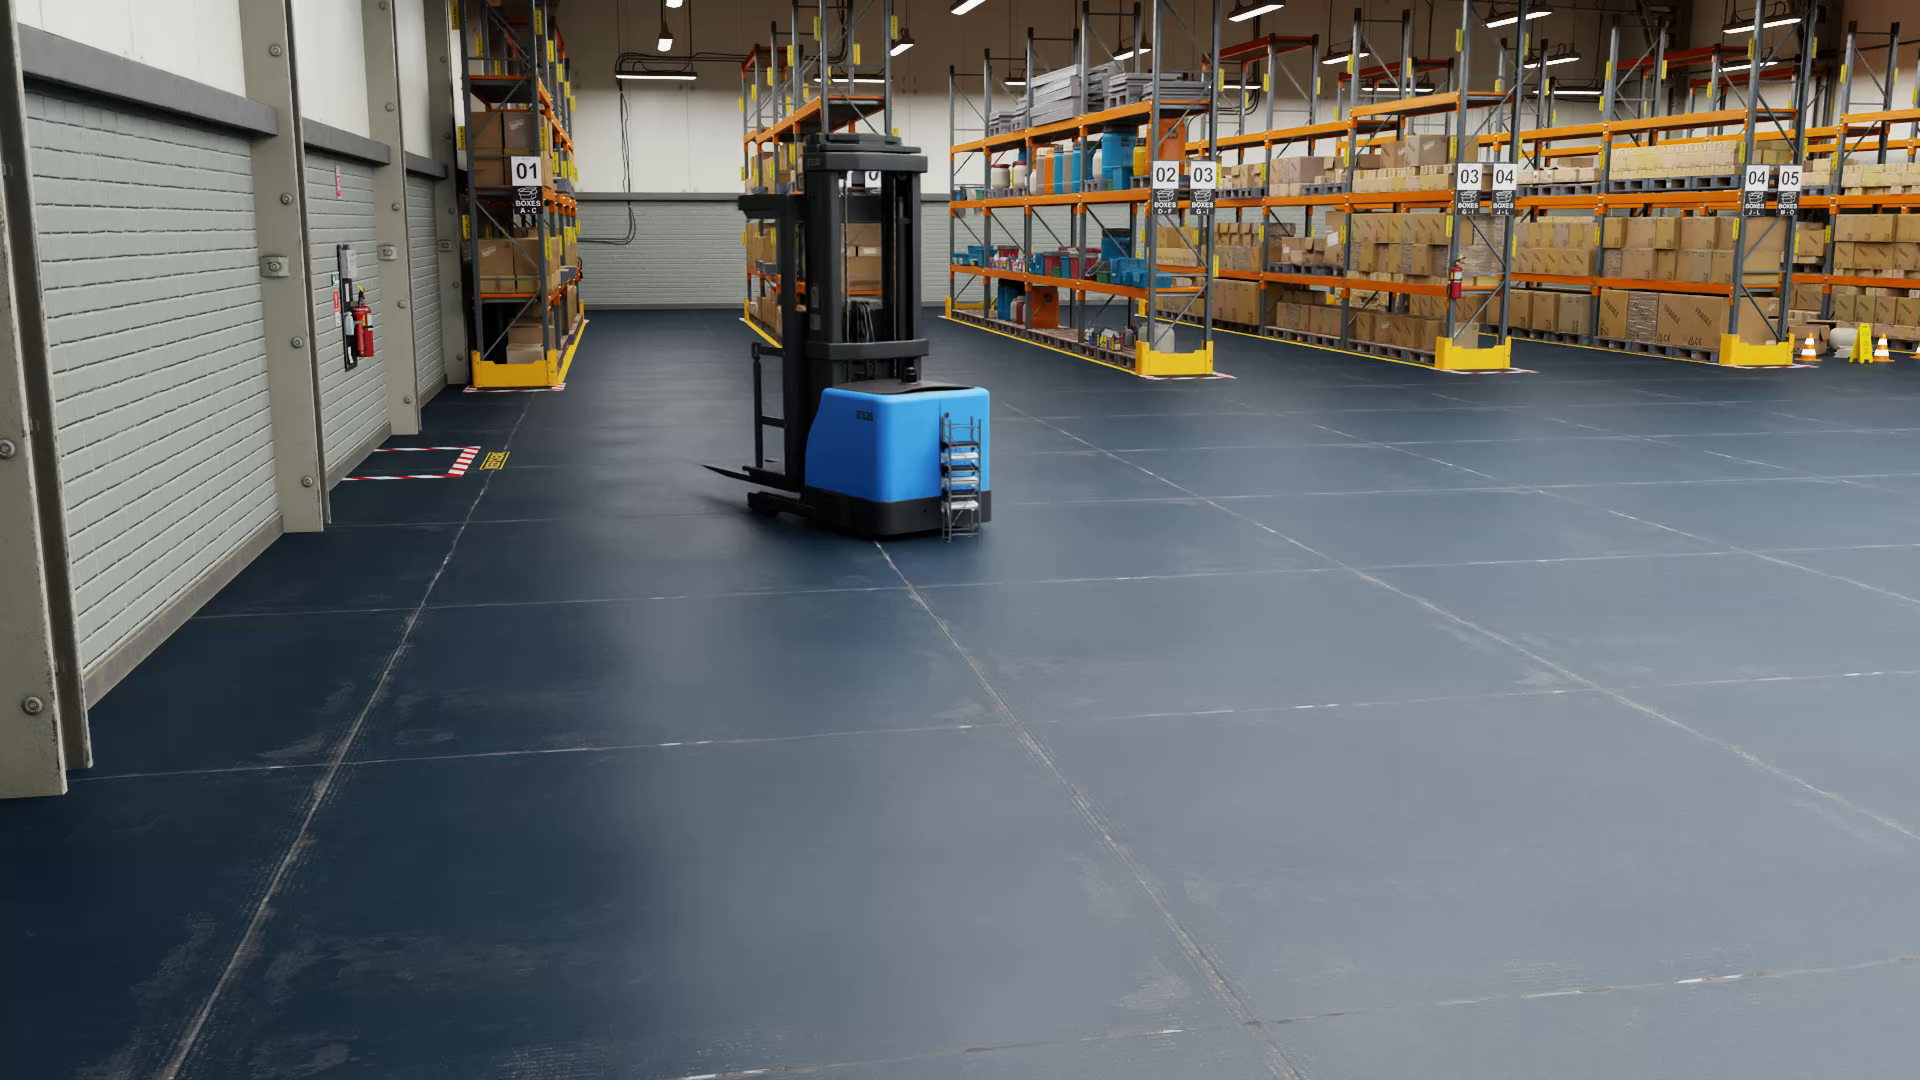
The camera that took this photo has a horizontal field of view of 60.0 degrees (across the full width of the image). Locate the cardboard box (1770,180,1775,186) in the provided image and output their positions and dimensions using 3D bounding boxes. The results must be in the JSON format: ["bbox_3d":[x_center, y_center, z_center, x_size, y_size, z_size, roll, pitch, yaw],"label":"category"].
[{"bbox_3d":[16.715,-7.287,34.162,0.797,0.503,0.637,-2,11,-11],"label":"cardboard box"}]

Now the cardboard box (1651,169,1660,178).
[{"bbox_3d":[12.320,-6.402,29.070,0.380,0.149,0.250,-2,11,-11],"label":"cardboard box"}]

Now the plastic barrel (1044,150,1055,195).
[{"bbox_3d":[1.885,-6.907,31.293,0.600,0.830,0.708,-2,11,-11],"label":"plastic barrel"}]

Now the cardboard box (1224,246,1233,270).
[{"bbox_3d":[6.037,-6.092,35.913,0.500,0.500,0.500,-2,11,-10],"label":"cardboard box"}]

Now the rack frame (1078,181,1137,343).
[{"bbox_3d":[2.589,-4.767,29.222,1.000,3.000,0.127,-2,11,-11],"label":"rack frame"}]

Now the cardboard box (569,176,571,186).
[{"bbox_3d":[-8.560,-7.666,35.439,0.500,0.250,0.500,-2,11,-11],"label":"cardboard box"}]

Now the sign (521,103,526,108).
[{"bbox_3d":[-10.008,-10.073,38.129,0.100,0.325,0.005,-2,11,-11],"label":"sign"}]

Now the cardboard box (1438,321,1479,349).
[{"bbox_3d":[8.121,-3.307,27.113,0.500,0.500,0.500,0,11,0],"label":"cardboard box"}]

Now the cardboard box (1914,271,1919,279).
[{"bbox_3d":[17.346,-4.744,29.769,0.380,0.149,0.250,-2,11,-12],"label":"cardboard box"}]

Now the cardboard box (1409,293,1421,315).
[{"bbox_3d":[10.660,-5.410,38.159,0.500,0.500,0.500,-2,11,-9],"label":"cardboard box"}]

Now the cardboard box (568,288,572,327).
[{"bbox_3d":[-8.085,-4.592,32.924,0.750,0.750,0.750,-2,11,-11],"label":"cardboard box"}]

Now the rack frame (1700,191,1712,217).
[{"bbox_3d":[16.390,-6.042,35.916,1.000,3.000,0.127,-2,11,-11],"label":"rack frame"}]

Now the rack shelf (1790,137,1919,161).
[{"bbox_3d":[20.870,-8.987,38.339,1.077,0.370,4.000,-2,11,-11],"label":"rack shelf"}]

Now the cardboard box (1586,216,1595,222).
[{"bbox_3d":[15.240,-7.679,39.843,0.380,0.149,0.250,-2,11,-12],"label":"cardboard box"}]

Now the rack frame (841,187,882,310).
[{"bbox_3d":[-1.492,-3.854,24.425,1.000,3.000,0.127,-2,11,-11],"label":"rack frame"}]

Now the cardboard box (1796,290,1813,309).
[{"bbox_3d":[20.467,-5.741,39.897,0.500,0.500,0.500,-2,11,-12],"label":"cardboard box"}]

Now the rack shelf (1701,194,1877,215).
[{"bbox_3d":[16.779,-6.795,33.776,1.077,0.370,4.000,-2,11,-11],"label":"rack shelf"}]

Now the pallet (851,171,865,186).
[{"bbox_3d":[-1.604,-5.415,24.839,1.003,0.211,1.213,-2,11,-11],"label":"pallet"}]

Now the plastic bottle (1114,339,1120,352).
[{"bbox_3d":[2.580,-3.196,27.274,0.097,0.201,0.097,0,11,0],"label":"plastic bottle"}]

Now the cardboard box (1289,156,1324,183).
[{"bbox_3d":[6.709,-7.169,32.211,0.500,0.500,0.500,-2,11,-13],"label":"cardboard box"}]

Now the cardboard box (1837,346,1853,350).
[{"bbox_3d":[15.710,-3.341,29.350,0.380,0.149,0.250,4,11,18],"label":"cardboard box"}]

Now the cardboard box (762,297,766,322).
[{"bbox_3d":[-3.971,-4.946,35.668,0.500,0.500,0.500,-3,11,-14],"label":"cardboard box"}]

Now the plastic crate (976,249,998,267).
[{"bbox_3d":[0.608,-6.330,37.311,0.392,0.384,0.575,-2,11,-11],"label":"plastic crate"}]

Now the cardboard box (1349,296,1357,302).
[{"bbox_3d":[9.924,-6.012,41.466,0.380,0.149,0.250,-2,11,-9],"label":"cardboard box"}]

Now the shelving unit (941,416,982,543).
[{"bbox_3d":[0.009,-0.442,12.111,0.258,0.900,0.210,-3,11,-15],"label":"shelving unit"}]

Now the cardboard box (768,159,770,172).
[{"bbox_3d":[-3.648,-7.616,34.510,0.600,0.600,0.600,-2,11,-12],"label":"cardboard box"}]

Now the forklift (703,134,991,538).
[{"bbox_3d":[-1.050,-1.681,13.191,1.130,2.935,3.031,-8,13,-36],"label":"forklift"}]

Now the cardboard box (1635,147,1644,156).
[{"bbox_3d":[12.219,-6.888,29.488,0.380,0.149,0.250,-2,11,-12],"label":"cardboard box"}]

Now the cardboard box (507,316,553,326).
[{"bbox_3d":[-7.288,-3.530,28.228,0.700,0.500,0.500,-2,11,-9],"label":"cardboard box"}]

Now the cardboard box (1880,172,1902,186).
[{"bbox_3d":[17.180,-6.577,30.311,0.500,0.250,0.500,-2,11,-10],"label":"cardboard box"}]

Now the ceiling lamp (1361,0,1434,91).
[{"bbox_3d":[11.934,-13.728,44.641,2.000,3.185,0.800,-2,11,-11],"label":"ceiling lamp"}]

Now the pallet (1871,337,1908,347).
[{"bbox_3d":[17.334,-3.816,31.682,1.003,0.211,1.213,-2,11,-11],"label":"pallet"}]

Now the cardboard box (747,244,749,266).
[{"bbox_3d":[-4.776,-6.747,39.355,0.500,0.500,0.500,-2,11,-10],"label":"cardboard box"}]

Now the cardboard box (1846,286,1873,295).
[{"bbox_3d":[16.984,-4.707,31.397,0.380,0.149,0.250,-2,11,-10],"label":"cardboard box"}]

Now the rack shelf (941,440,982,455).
[{"bbox_3d":[0.009,-0.674,12.067,0.258,0.077,0.200,-3,11,-15],"label":"rack shelf"}]

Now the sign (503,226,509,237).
[{"bbox_3d":[-8.450,-5.689,30.966,0.100,0.325,0.005,-2,11,-11],"label":"sign"}]

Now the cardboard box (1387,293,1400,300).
[{"bbox_3d":[10.363,-5.776,39.431,0.380,0.149,0.250,-2,11,-10],"label":"cardboard box"}]

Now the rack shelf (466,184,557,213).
[{"bbox_3d":[-6.740,-5.160,25.189,1.077,0.370,4.000,-2,11,-11],"label":"rack shelf"}]

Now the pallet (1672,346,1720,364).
[{"bbox_3d":[12.878,-3.150,28.180,1.003,0.211,1.213,-2,11,-11],"label":"pallet"}]

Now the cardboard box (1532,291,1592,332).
[{"bbox_3d":[11.940,-4.498,32.701,1.050,0.750,0.750,-2,11,-11],"label":"cardboard box"}]

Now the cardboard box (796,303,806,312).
[{"bbox_3d":[-2.487,-3.715,27.920,0.500,0.500,0.500,-2,11,-11],"label":"cardboard box"}]

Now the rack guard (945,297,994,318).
[{"bbox_3d":[0.238,-5.744,41.039,1.175,0.500,0.348,-2,11,-11],"label":"rack guard"}]

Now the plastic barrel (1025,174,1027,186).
[{"bbox_3d":[1.459,-7.304,33.775,0.301,0.262,0.301,0,11,0],"label":"plastic barrel"}]

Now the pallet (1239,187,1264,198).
[{"bbox_3d":[6.492,-7.178,34.370,1.213,0.211,1.003,-2,11,-8],"label":"pallet"}]

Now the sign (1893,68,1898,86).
[{"bbox_3d":[17.704,-8.769,31.492,0.100,0.325,0.005,-2,11,-11],"label":"sign"}]

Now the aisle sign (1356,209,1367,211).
[{"bbox_3d":[10.279,-8.612,42.466,0.394,0.787,0.004,-2,11,-11],"label":"aisle sign"}]

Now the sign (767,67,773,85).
[{"bbox_3d":[-3.579,-8.745,31.365,0.100,0.325,0.005,-2,11,-11],"label":"sign"}]

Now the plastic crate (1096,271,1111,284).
[{"bbox_3d":[2.576,-4.404,27.880,0.450,0.188,0.662,-2,11,-11],"label":"plastic crate"}]

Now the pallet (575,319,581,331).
[{"bbox_3d":[-8.756,-4.647,36.046,1.003,0.211,1.213,-2,11,-11],"label":"pallet"}]

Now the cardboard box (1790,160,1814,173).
[{"bbox_3d":[16.711,-7.448,33.222,0.500,0.250,0.500,-2,11,-10],"label":"cardboard box"}]

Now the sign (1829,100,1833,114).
[{"bbox_3d":[21.024,-10.461,40.171,0.100,0.325,0.005,-2,11,-11],"label":"sign"}]

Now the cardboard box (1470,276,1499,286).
[{"bbox_3d":[8.404,-4.151,26.657,0.380,0.149,0.250,-2,11,-11],"label":"cardboard box"}]

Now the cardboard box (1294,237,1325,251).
[{"bbox_3d":[7.021,-5.740,32.942,0.700,0.500,0.500,0,11,-3],"label":"cardboard box"}]

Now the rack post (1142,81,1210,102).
[{"bbox_3d":[3.345,-6.879,25.606,0.937,0.300,0.954,-1,11,-5],"label":"rack post"}]

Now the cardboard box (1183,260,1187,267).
[{"bbox_3d":[5.411,-6.430,38.627,0.380,0.149,0.250,-2,11,-12],"label":"cardboard box"}]
